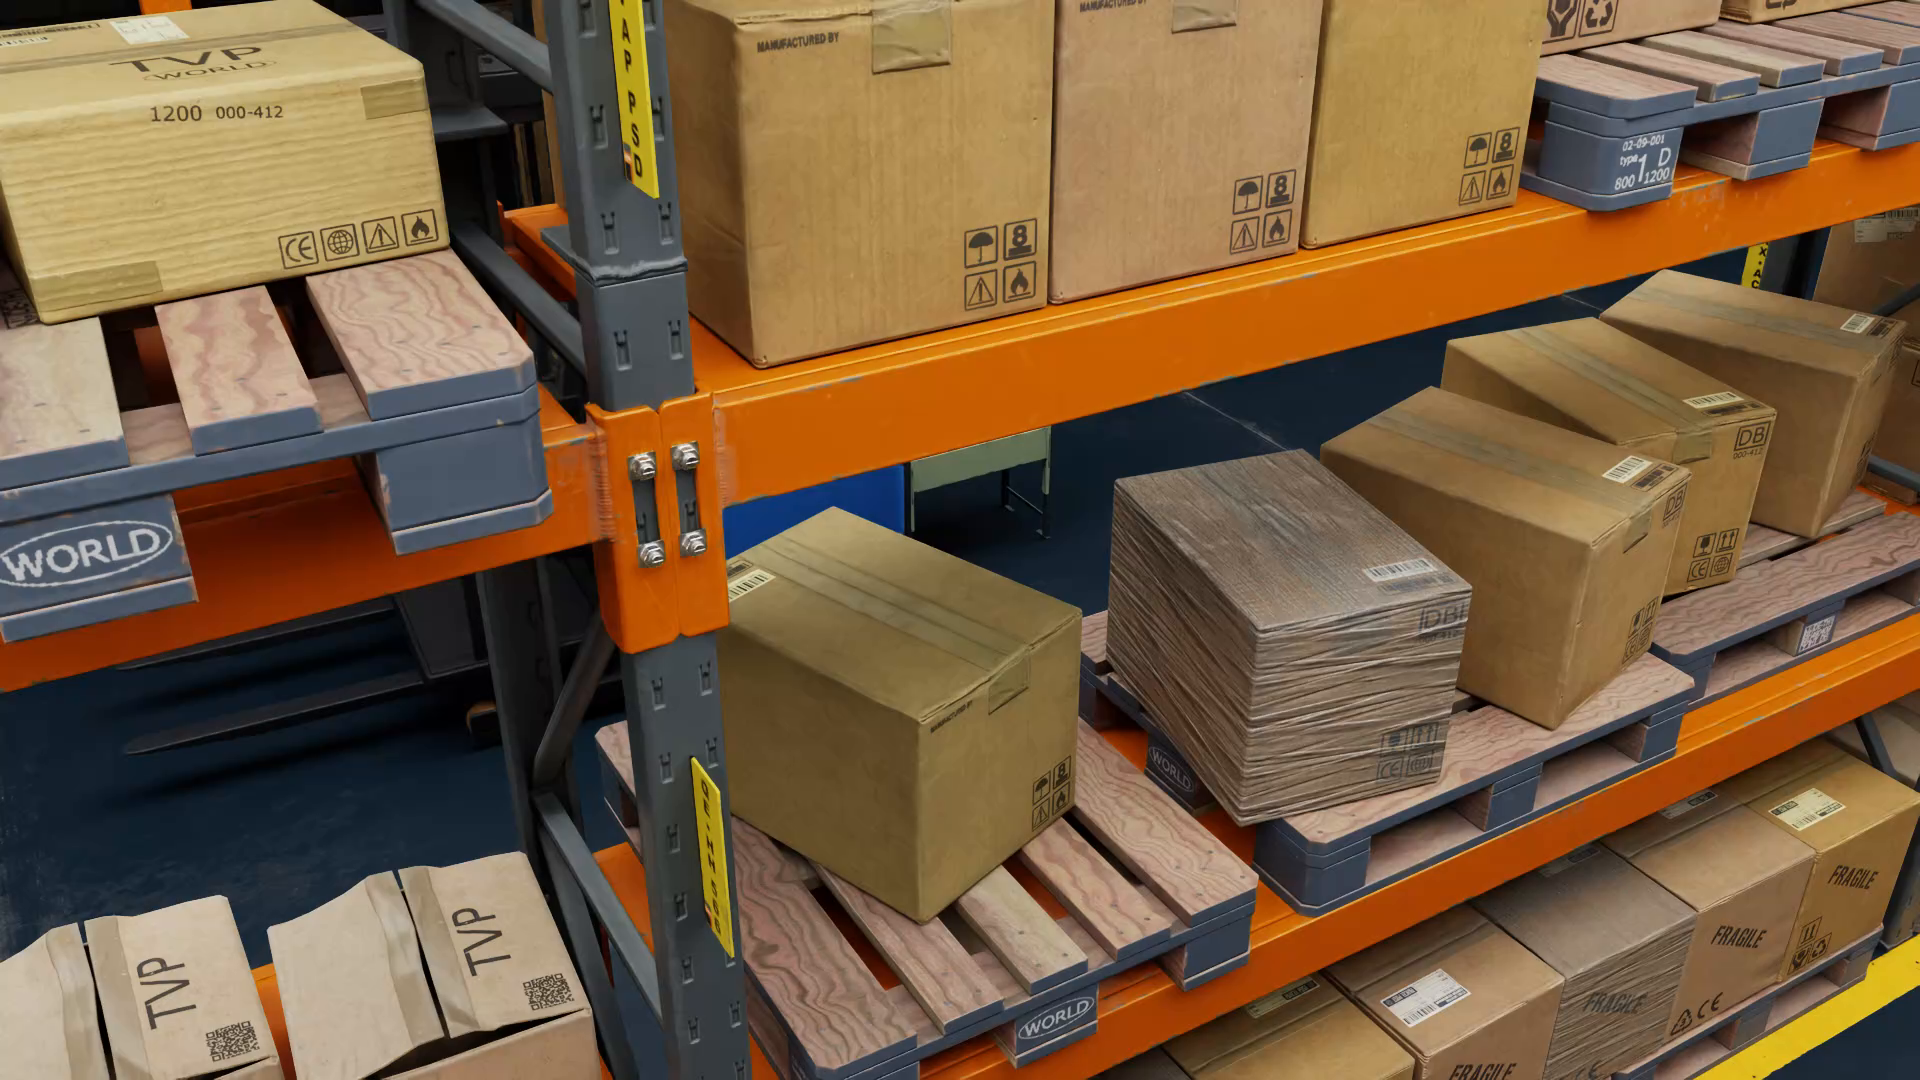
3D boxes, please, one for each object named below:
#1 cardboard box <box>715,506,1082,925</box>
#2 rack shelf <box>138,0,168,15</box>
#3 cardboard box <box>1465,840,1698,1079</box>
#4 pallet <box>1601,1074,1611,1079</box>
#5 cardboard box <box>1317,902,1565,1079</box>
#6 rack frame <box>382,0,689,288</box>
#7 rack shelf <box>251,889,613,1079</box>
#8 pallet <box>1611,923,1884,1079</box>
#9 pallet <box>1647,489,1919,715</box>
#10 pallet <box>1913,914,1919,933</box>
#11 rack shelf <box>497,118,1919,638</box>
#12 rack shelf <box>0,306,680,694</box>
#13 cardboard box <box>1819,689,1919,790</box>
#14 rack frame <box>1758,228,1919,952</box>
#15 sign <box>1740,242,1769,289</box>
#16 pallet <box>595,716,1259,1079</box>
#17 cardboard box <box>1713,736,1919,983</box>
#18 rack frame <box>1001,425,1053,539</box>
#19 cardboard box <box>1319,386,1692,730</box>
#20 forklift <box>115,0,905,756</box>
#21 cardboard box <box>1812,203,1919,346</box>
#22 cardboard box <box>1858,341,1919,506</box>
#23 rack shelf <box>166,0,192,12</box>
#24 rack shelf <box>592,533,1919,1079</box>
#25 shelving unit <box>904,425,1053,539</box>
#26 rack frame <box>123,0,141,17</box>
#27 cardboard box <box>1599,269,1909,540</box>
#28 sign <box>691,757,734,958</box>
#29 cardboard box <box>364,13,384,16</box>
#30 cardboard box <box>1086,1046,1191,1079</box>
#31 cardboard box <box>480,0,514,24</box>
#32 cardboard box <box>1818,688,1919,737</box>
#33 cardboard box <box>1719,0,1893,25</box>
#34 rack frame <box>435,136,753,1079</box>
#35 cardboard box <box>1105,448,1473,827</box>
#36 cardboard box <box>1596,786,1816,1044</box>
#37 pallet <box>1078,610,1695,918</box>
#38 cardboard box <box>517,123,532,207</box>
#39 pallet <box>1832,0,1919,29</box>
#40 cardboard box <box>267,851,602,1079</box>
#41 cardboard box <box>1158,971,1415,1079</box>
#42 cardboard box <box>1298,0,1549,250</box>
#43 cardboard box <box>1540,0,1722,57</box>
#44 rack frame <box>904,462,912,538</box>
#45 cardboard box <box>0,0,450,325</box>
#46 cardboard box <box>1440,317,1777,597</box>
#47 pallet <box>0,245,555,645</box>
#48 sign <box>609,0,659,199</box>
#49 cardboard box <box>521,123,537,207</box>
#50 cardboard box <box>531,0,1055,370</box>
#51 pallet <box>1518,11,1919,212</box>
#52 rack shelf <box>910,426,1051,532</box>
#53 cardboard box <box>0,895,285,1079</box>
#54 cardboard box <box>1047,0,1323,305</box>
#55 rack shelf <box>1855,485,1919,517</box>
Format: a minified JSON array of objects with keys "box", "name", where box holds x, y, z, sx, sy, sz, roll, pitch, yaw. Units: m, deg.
[{"box":[-0.178,0.339,3.493,0.700,0.500,0.500,22,36,34],"name":"cardboard box"},{"box":[-4.901,-1.804,5.554,4.000,0.370,1.077,-16,33,-26],"name":"rack shelf"},{"box":[1.641,1.171,4.656,0.500,0.500,0.500,-15,32,-26],"name":"cardboard box"},{"box":[1.050,1.525,4.768,1.213,0.211,1.003,-16,33,-26],"name":"pallet"},{"box":[1.204,1.296,4.429,0.500,0.500,0.500,-17,33,-28],"name":"cardboard box"},{"box":[-0.664,-1.859,1.805,0.127,3.000,1.000,-16,33,-26],"name":"rack frame"},{"box":[-2.388,1.572,2.541,4.000,0.370,1.077,-16,33,-26],"name":"rack shelf"},{"box":[2.103,1.224,5.313,1.213,0.211,1.003,-16,33,-26],"name":"pallet"},{"box":[2.040,0.023,4.803,1.213,0.211,1.003,-16,33,-26],"name":"pallet"},{"box":[3.377,0.842,6.006,1.213,0.211,1.003,-16,33,-26],"name":"pallet"},{"box":[1.060,-0.720,3.591,4.000,0.370,1.077,-16,33,-26],"name":"rack shelf"},{"box":[-2.388,0.259,1.816,4.000,0.370,1.077,-16,33,-26],"name":"rack shelf"},{"box":[3.256,0.761,5.595,0.500,0.311,0.500,-16,33,-26],"name":"cardboard box"},{"box":[2.785,-0.211,5.029,0.127,3.000,1.000,-16,33,-26],"name":"rack frame"},{"box":[2.503,-0.815,5.226,0.005,0.325,0.100,-16,33,-26],"name":"sign"},{"box":[-0.115,0.657,3.654,1.003,0.211,1.213,-16,33,-26],"name":"pallet"},{"box":[2.504,0.931,5.091,0.500,0.500,0.500,-16,33,-27],"name":"cardboard box"},{"box":[0.310,-0.745,7.547,0.023,1.500,0.400,-16,33,-26],"name":"rack frame"},{"box":[1.293,0.019,4.073,0.700,0.500,0.500,26,38,38],"name":"cardboard box"},{"box":[-1.766,-0.798,6.163,3.031,2.935,1.130,-14,32,-23],"name":"forklift"},{"box":[3.090,-0.925,5.183,0.500,0.500,0.500,-16,33,-26],"name":"cardboard box"},{"box":[3.086,-0.484,5.420,0.500,0.500,0.500,-15,32,-26],"name":"cardboard box"},{"box":[-1.452,-2.783,7.328,4.000,0.370,1.077,-16,33,-26],"name":"rack shelf"},{"box":[1.060,0.593,4.315,4.000,0.370,1.077,-16,33,-26],"name":"rack shelf"},{"box":[-0.006,-0.655,7.385,0.755,1.500,0.431,-16,33,-26],"name":"shelving unit"},{"box":[-3.177,-1.295,6.992,0.127,3.000,1.000,-16,33,-26],"name":"rack frame"},{"box":[2.263,-0.416,4.862,0.700,0.500,0.500,22,36,34],"name":"cardboard box"},{"box":[-0.380,0.491,2.557,0.005,0.325,0.100,-16,33,-26],"name":"sign"},{"box":[-2.469,-2.150,7.334,0.500,0.250,0.500,-17,33,-28],"name":"cardboard box"},{"box":[0.322,1.547,3.975,0.500,0.500,0.500,-17,33,-28],"name":"cardboard box"},{"box":[-2.025,-2.275,7.559,0.500,0.250,0.500,-17,33,-28],"name":"cardboard box"},{"box":[3.132,0.433,5.993,0.500,0.500,0.500,-16,33,-26],"name":"cardboard box"},{"box":[1.748,-1.530,3.673,0.600,0.600,0.600,-16,33,-27],"name":"cardboard box"},{"box":[-0.664,0.768,3.254,0.127,3.000,1.000,-16,33,-26],"name":"rack frame"},{"box":[0.707,0.195,3.755,0.500,0.500,0.700,-10,30,-17],"name":"cardboard box"},{"box":[2.074,1.048,4.878,0.500,0.500,0.500,-16,33,-26],"name":"cardboard box"},{"box":[1.010,0.374,4.167,1.213,0.211,1.003,-16,33,-26],"name":"pallet"},{"box":[-2.172,-1.614,7.139,0.500,0.500,0.500,-15,32,-25],"name":"cardboard box"},{"box":[2.187,-1.312,4.113,1.003,0.211,1.213,-16,33,-26],"name":"pallet"},{"box":[-1.000,0.878,3.148,0.500,0.311,0.500,-14,32,-23],"name":"cardboard box"},{"box":[0.757,1.426,4.193,0.500,0.500,0.500,-16,33,-27],"name":"cardboard box"},{"box":[0.583,-0.962,3.181,0.500,0.500,0.910,-16,33,-26],"name":"cardboard box"},{"box":[1.165,-1.376,3.393,0.600,0.600,0.600,-17,33,-28],"name":"cardboard box"},{"box":[-0.321,-0.565,7.222,0.023,1.500,0.400,-16,33,-26],"name":"rack frame"},{"box":[-1.027,-0.529,2.221,0.500,0.250,0.500,-19,34,-30],"name":"cardboard box"},{"box":[1.702,-0.222,4.509,0.500,0.500,0.700,-11,31,-19],"name":"cardboard box"},{"box":[-1.204,-0.260,2.207,1.003,0.211,1.213,-14,32,-24],"name":"pallet"},{"box":[-0.390,-0.573,1.963,0.005,0.325,0.100,-16,33,-26],"name":"sign"},{"box":[-1.744,-1.735,7.358,0.500,0.500,0.500,-16,33,-27],"name":"cardboard box"},{"box":[-0.305,-0.710,2.724,0.500,0.500,0.910,-16,33,-26],"name":"cardboard box"},{"box":[1.294,-1.057,3.651,1.003,0.211,1.213,-16,33,-26],"name":"pallet"},{"box":[-0.006,-0.370,7.542,0.720,0.370,0.431,-16,33,-26],"name":"rack shelf"},{"box":[-1.533,0.945,3.025,0.500,0.311,0.500,-16,33,-27],"name":"cardboard box"},{"box":[0.135,-0.835,2.951,0.500,0.500,0.910,-16,33,-26],"name":"cardboard box"},{"box":[4.509,-0.386,6.090,4.000,0.370,1.077,-16,33,-26],"name":"rack shelf"}]
